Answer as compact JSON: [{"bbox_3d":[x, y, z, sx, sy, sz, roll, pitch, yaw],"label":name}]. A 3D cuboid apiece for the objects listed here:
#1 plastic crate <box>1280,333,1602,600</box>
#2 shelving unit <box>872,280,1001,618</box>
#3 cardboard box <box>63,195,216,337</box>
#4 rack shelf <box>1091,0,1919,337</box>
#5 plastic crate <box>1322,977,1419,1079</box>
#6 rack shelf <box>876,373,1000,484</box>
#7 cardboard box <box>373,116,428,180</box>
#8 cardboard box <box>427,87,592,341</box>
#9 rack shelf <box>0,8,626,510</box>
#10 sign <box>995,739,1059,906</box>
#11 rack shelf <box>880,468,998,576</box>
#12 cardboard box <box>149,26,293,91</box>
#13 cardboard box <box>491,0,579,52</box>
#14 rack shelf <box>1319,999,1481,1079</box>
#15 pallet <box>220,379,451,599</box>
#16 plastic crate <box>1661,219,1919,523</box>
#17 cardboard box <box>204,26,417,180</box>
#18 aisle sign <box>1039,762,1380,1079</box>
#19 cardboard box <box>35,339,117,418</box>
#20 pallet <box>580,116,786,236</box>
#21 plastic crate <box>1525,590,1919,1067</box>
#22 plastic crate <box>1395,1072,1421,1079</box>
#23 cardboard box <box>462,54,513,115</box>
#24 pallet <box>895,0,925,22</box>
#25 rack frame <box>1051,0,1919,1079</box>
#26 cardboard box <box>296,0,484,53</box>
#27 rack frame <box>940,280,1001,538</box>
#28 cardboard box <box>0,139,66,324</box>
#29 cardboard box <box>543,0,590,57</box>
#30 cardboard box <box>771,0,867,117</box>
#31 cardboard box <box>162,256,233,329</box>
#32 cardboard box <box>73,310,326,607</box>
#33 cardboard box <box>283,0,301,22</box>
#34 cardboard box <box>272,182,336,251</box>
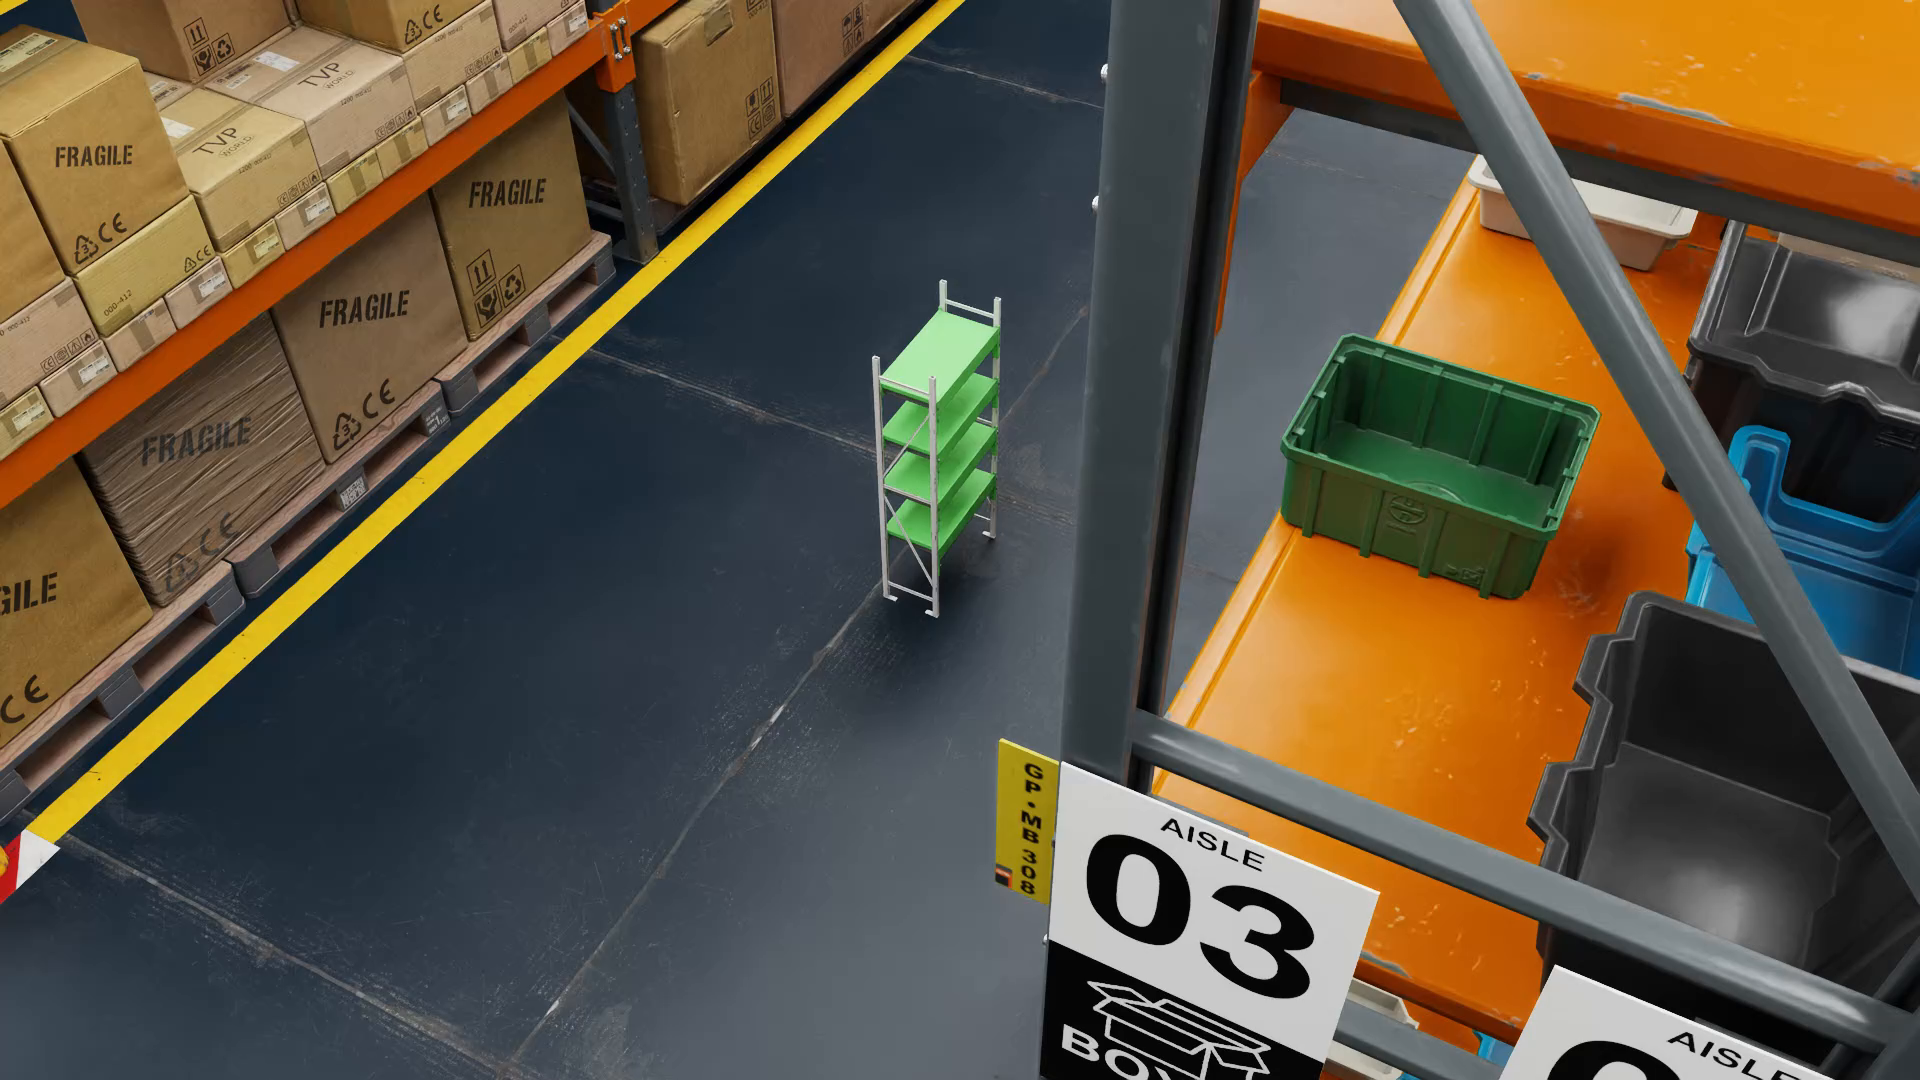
[{"bbox_3d":[0.795,-0.121,2.801,0.450,0.188,0.336,20,49,19],"label":"plastic crate"},{"bbox_3d":[-0.077,-0.317,6.220,0.258,1.200,0.503,20,49,19],"label":"shelving unit"},{"bbox_3d":[-2.864,-0.971,5.497,0.500,0.250,0.500,19,48,18],"label":"cardboard box"},{"bbox_3d":[1.518,-1.401,2.595,1.077,0.370,4.000,20,49,19],"label":"rack shelf"},{"bbox_3d":[0.808,1.072,3.724,0.396,0.136,0.243,20,49,19],"label":"plastic crate"},{"bbox_3d":[-0.077,-0.441,6.095,0.258,0.148,0.480,20,49,19],"label":"rack shelf"},{"bbox_3d":[-2.269,-1.544,6.344,0.380,0.149,0.250,21,49,20],"label":"cardboard box"},{"bbox_3d":[-2.318,-1.592,7.413,0.875,0.875,0.875,20,49,19],"label":"cardboard box"},{"bbox_3d":[-2.869,-1.068,6.203,1.077,0.370,4.000,20,49,19],"label":"rack shelf"},{"bbox_3d":[0.095,0.385,2.225,0.100,0.325,0.005,20,49,19],"label":"sign"},{"bbox_3d":[-0.077,-0.104,6.436,0.258,0.148,0.480,20,49,19],"label":"rack shelf"},{"bbox_3d":[-2.861,-1.783,6.300,0.500,0.250,0.500,22,49,20],"label":"cardboard box"},{"bbox_3d":[-1.913,-2.268,6.779,0.500,0.250,0.500,20,49,18],"label":"cardboard box"},{"bbox_3d":[1.518,0.567,4.586,1.077,0.370,4.000,20,49,19],"label":"rack shelf"},{"bbox_3d":[-2.928,-0.376,6.973,1.003,0.211,1.213,20,49,19],"label":"pallet"},{"bbox_3d":[1.542,-0.330,2.902,0.504,0.338,0.767,20,49,19],"label":"plastic crate"},{"bbox_3d":[-2.388,-1.620,6.138,0.500,0.250,0.500,21,49,20],"label":"cardboard box"},{"bbox_3d":[0.297,0.609,2.211,0.394,0.787,0.004,20,49,19],"label":"aisle sign"},{"bbox_3d":[-2.984,-0.576,5.387,0.380,0.149,0.250,20,49,18],"label":"cardboard box"},{"bbox_3d":[-1.649,-2.112,8.689,1.003,0.211,1.213,20,49,19],"label":"pallet"},{"bbox_3d":[1.015,0.415,2.214,0.497,0.269,0.590,20,49,19],"label":"plastic crate"},{"bbox_3d":[0.580,1.268,3.321,0.616,0.435,0.499,20,49,19],"label":"plastic crate"},{"bbox_3d":[-2.031,-1.869,6.664,0.380,0.149,0.250,20,49,18],"label":"cardboard box"},{"bbox_3d":[-0.516,-3.649,10.208,1.003,0.211,1.213,20,49,19],"label":"pallet"},{"bbox_3d":[0.590,-0.535,0.951,1.000,3.000,0.127,20,49,19],"label":"rack frame"},{"bbox_3d":[-2.153,-2.204,6.189,0.500,0.500,0.500,21,49,19],"label":"cardboard box"},{"bbox_3d":[0.036,-0.471,6.372,0.240,1.200,0.015,20,49,19],"label":"rack frame"},{"bbox_3d":[-3.103,-0.905,4.904,0.500,0.500,0.500,19,48,18],"label":"cardboard box"},{"bbox_3d":[-1.792,-2.192,6.984,0.380,0.149,0.250,21,49,19],"label":"cardboard box"},{"bbox_3d":[-1.247,-2.955,8.760,1.225,0.875,0.875,19,48,18],"label":"cardboard box"},{"bbox_3d":[-2.746,-0.898,5.705,0.380,0.149,0.250,20,49,19],"label":"cardboard box"},{"bbox_3d":[-3.149,-0.465,6.299,0.875,0.875,0.875,20,49,19],"label":"cardboard box"},{"bbox_3d":[-2.625,-2.371,6.354,0.500,0.500,0.500,20,49,19],"label":"cardboard box"},{"bbox_3d":[-2.507,-1.223,6.026,0.380,0.149,0.250,21,49,20],"label":"cardboard box"}]
